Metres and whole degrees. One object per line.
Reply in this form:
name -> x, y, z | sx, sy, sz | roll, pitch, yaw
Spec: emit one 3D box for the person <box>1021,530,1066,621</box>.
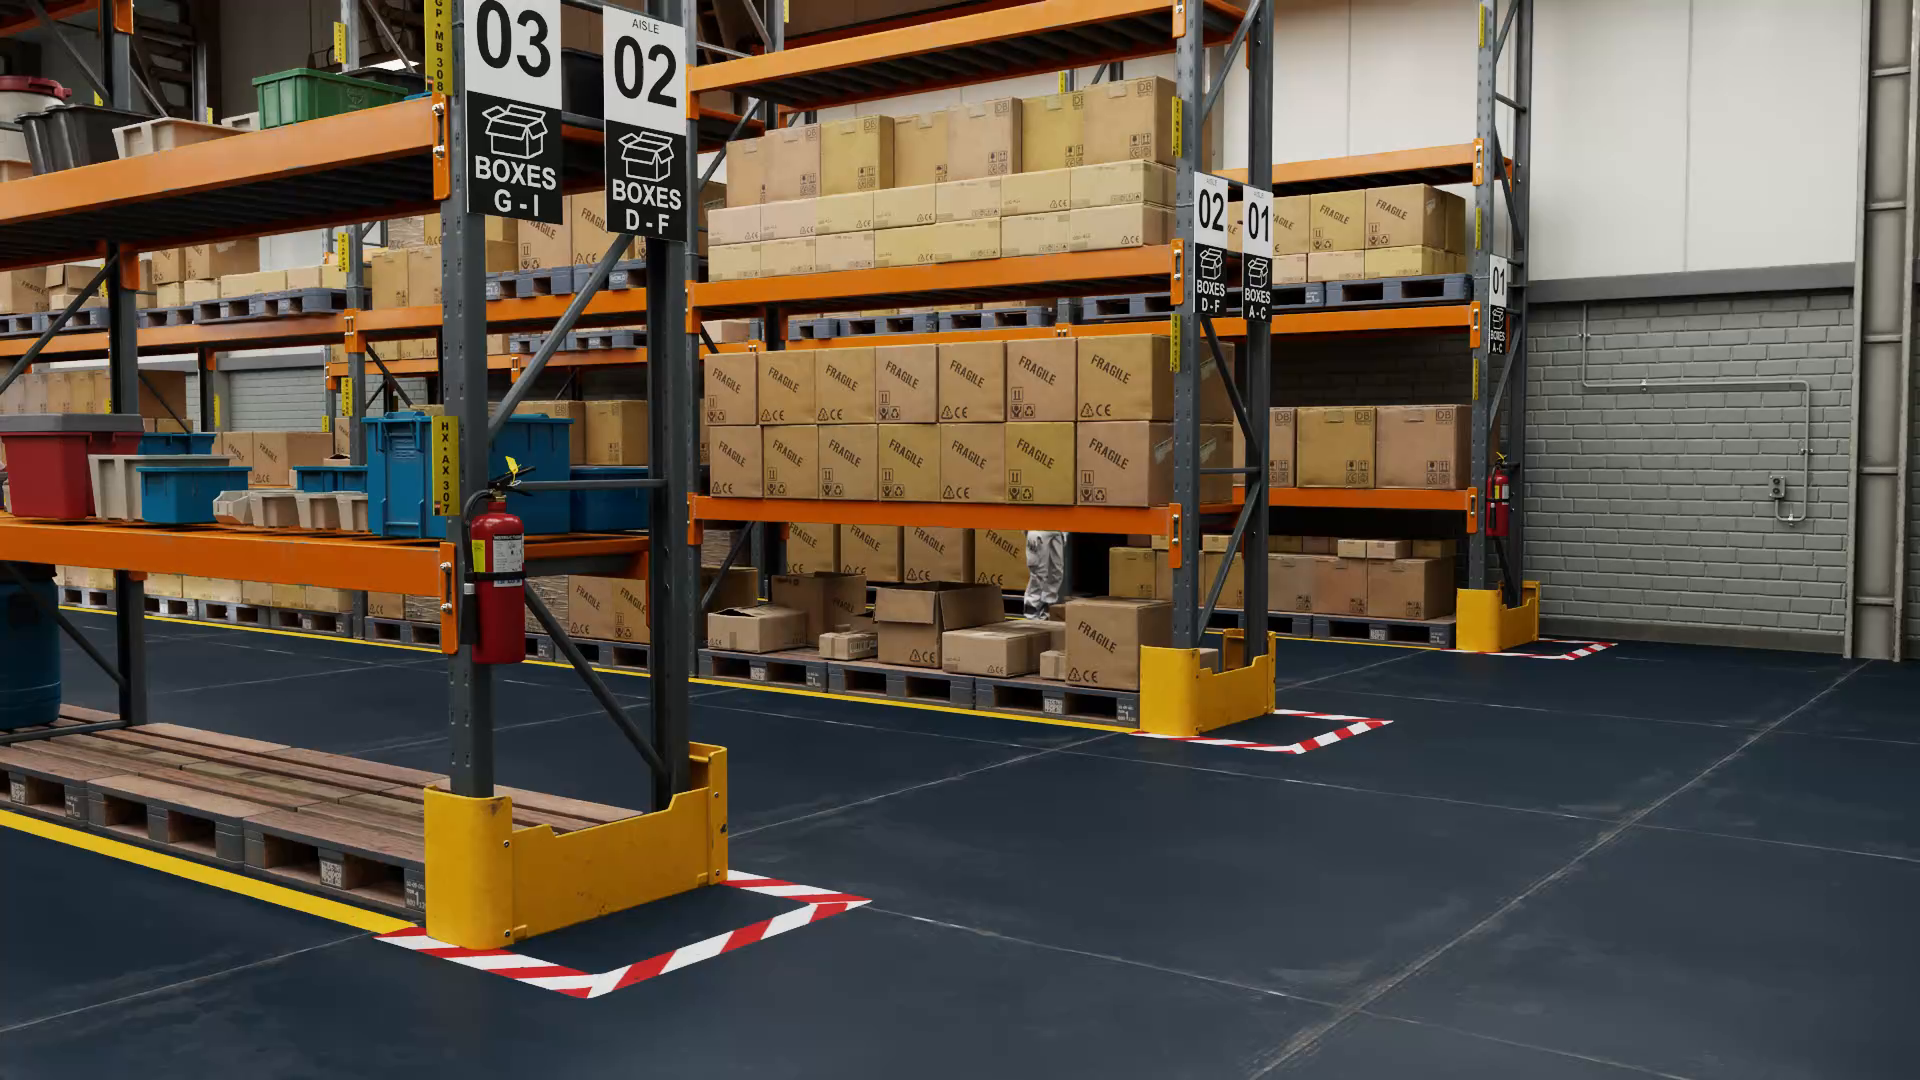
person -> 0.772, -0.061, 14.839 | 0.452, 1.777, 0.610 | 2, 4, 33
